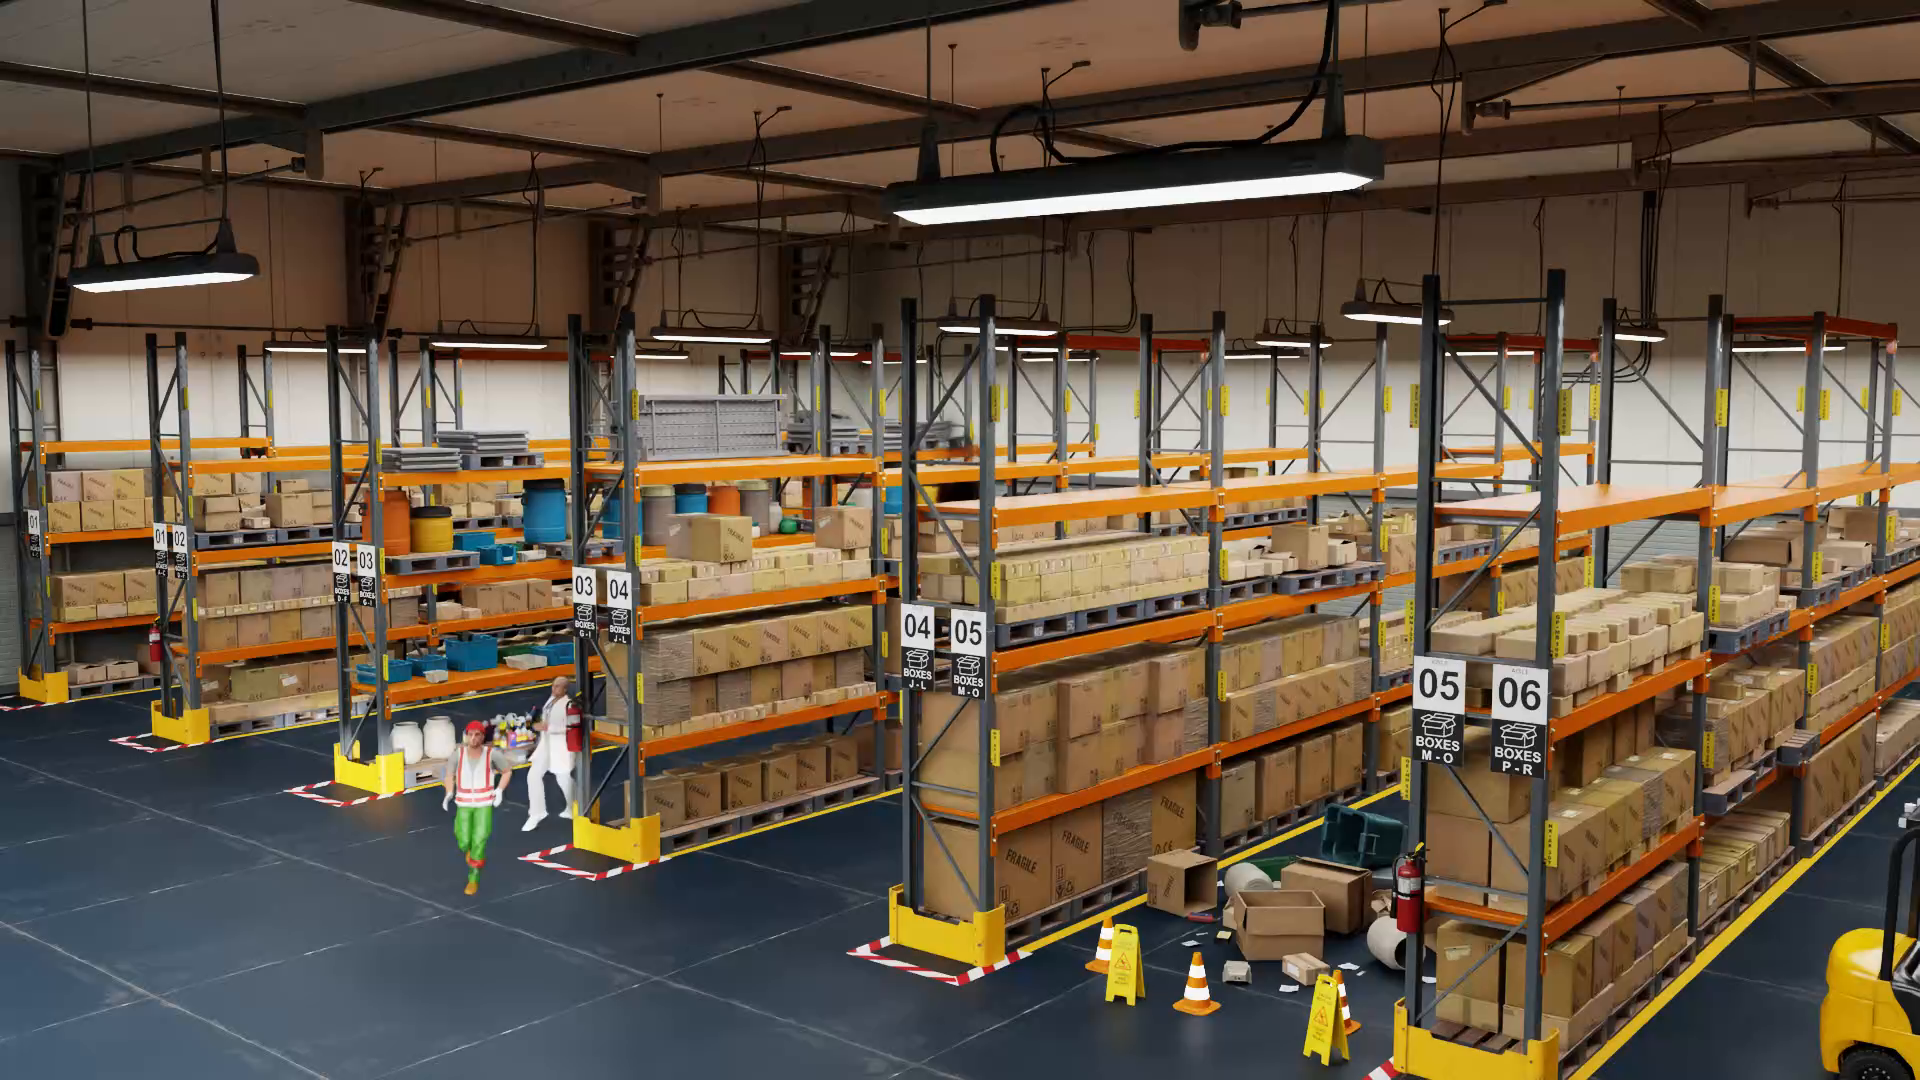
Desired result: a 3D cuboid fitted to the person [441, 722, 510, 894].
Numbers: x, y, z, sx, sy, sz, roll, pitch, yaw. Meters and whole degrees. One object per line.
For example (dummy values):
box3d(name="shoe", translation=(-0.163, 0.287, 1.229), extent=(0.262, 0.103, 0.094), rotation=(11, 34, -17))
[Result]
box3d(name="person", translation=(-5.024, 2.754, 17.295), extent=(0.671, 1.748, 0.614), rotation=(-1, 5, -6))

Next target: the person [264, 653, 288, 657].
box3d(name="person", translation=(-11.500, 1.786, 27.972), extent=(0.694, 1.747, 0.671), rotation=(3, 6, 31))

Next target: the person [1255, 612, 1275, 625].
box3d(name="person", translation=(4.914, 1.892, 26.568), extent=(0.651, 1.717, 0.959), rotation=(3, 6, 34))

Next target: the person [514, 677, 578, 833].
box3d(name="person", translation=(-4.786, 2.507, 19.650), extent=(0.683, 1.803, 0.930), rotation=(3, 6, 33))
